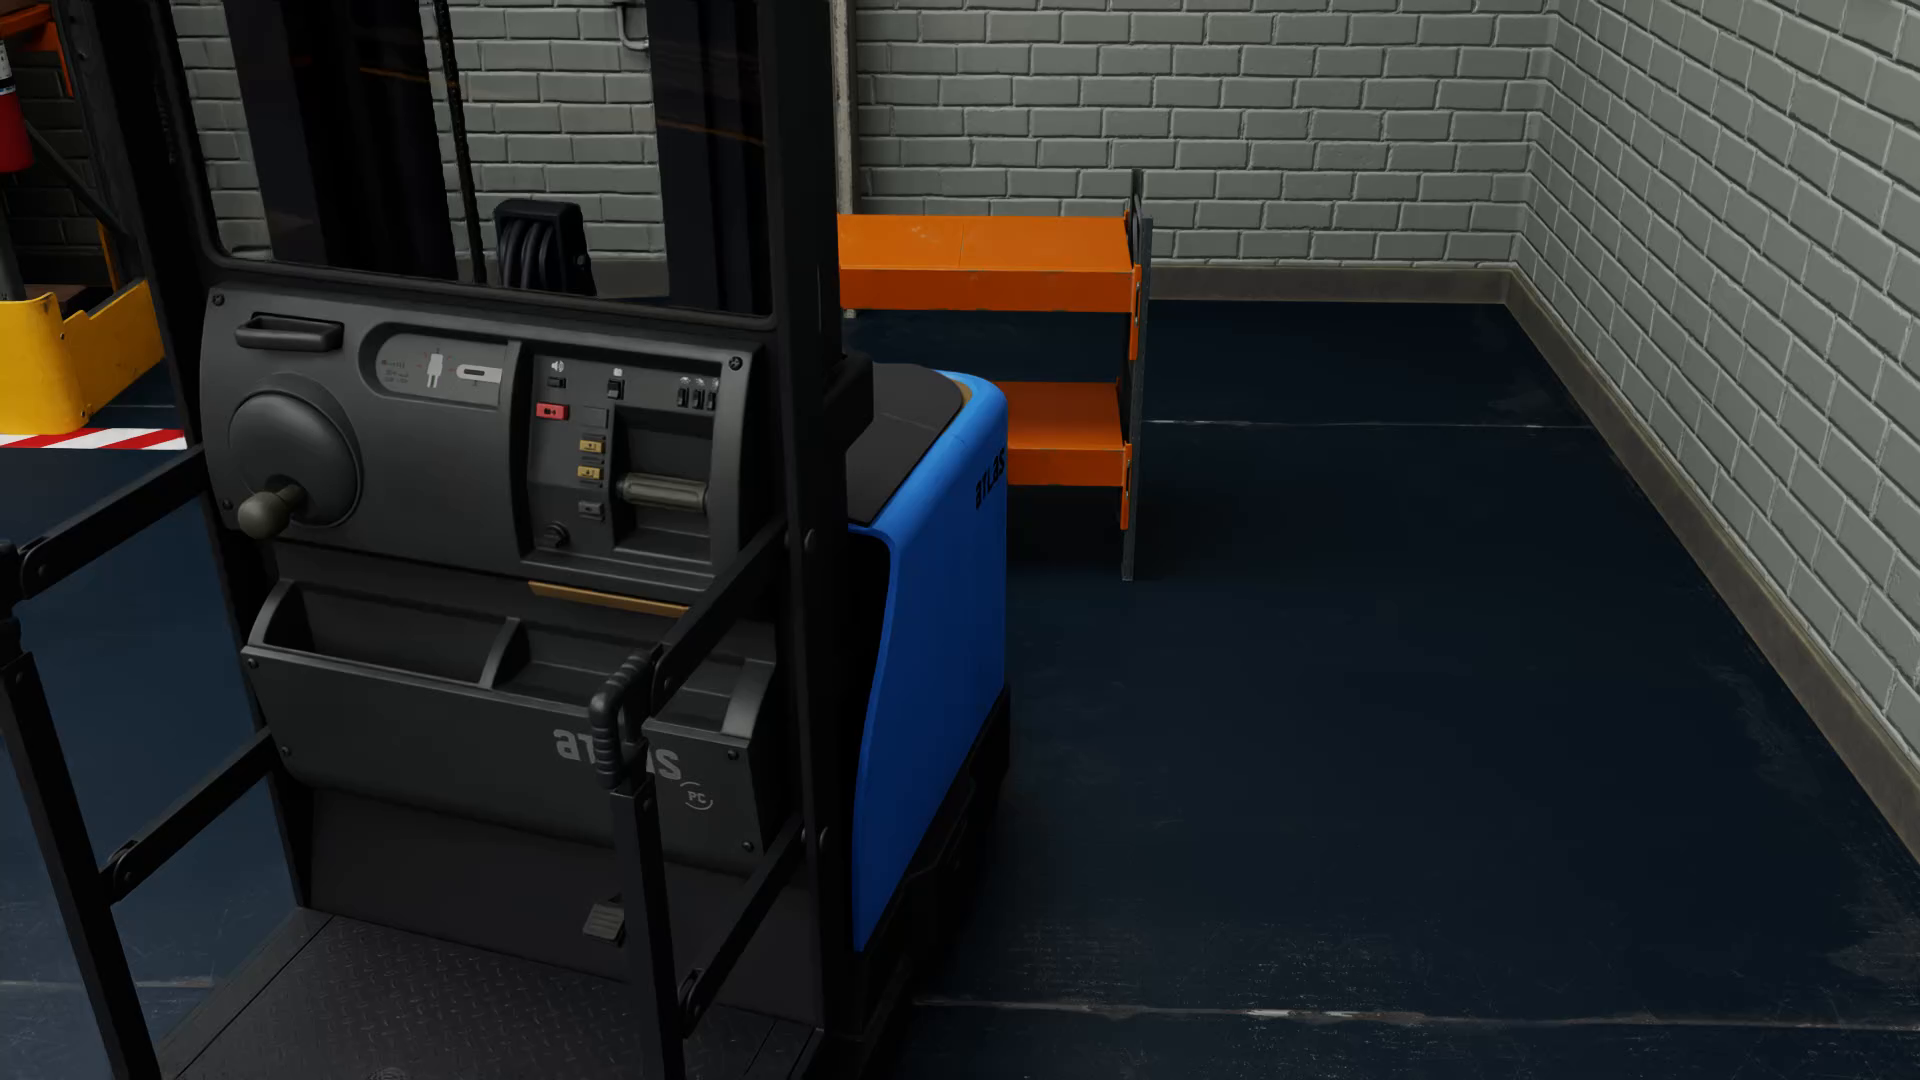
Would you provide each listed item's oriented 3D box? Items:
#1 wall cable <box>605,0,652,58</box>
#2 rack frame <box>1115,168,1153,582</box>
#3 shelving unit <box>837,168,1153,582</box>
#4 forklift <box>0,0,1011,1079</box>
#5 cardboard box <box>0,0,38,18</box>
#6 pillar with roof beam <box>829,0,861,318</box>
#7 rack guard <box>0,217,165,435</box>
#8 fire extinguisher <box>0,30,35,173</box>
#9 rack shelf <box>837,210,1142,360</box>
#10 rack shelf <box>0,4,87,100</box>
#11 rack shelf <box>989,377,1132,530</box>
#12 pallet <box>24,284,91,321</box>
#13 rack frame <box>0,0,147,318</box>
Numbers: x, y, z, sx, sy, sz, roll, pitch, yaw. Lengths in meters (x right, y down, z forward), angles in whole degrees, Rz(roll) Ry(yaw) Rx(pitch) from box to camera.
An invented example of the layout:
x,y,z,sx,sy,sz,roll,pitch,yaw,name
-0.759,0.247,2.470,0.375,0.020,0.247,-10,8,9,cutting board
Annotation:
x,y,z,sx,sy,sz,roll,pitch,yaw,name
-2.043,-2.847,6.333,1.851,1.984,0.084,1,28,2,wall cable
0.515,-0.488,4.970,0.032,1.125,0.500,1,28,2,rack frame
0.007,-0.497,4.986,1.048,1.125,0.538,1,28,2,shelving unit
-0.809,-0.114,2.336,1.130,2.935,3.031,8,29,15,forklift
-3.866,-2.113,5.713,0.700,0.700,0.980,2,28,4,cardboard box
-0.779,-2.972,1.249,0.400,9.000,9.100,1,28,2,pillar with roof beam
-3.332,-0.872,6.360,0.348,0.500,1.175,1,28,2,rack guard
-3.222,-1.559,5.469,0.183,0.674,0.296,1,28,2,fire extinguisher
0.007,-0.755,4.849,1.000,0.278,0.538,1,28,2,rack shelf
-5.355,-1.692,6.007,4.000,0.370,1.077,1,28,2,rack shelf
0.007,-0.281,5.101,1.000,0.278,0.538,1,28,2,rack shelf
-4.158,-0.721,6.385,1.213,0.211,1.003,1,28,2,pallet
-3.356,-1.976,5.776,0.127,3.000,1.000,1,28,2,rack frame
